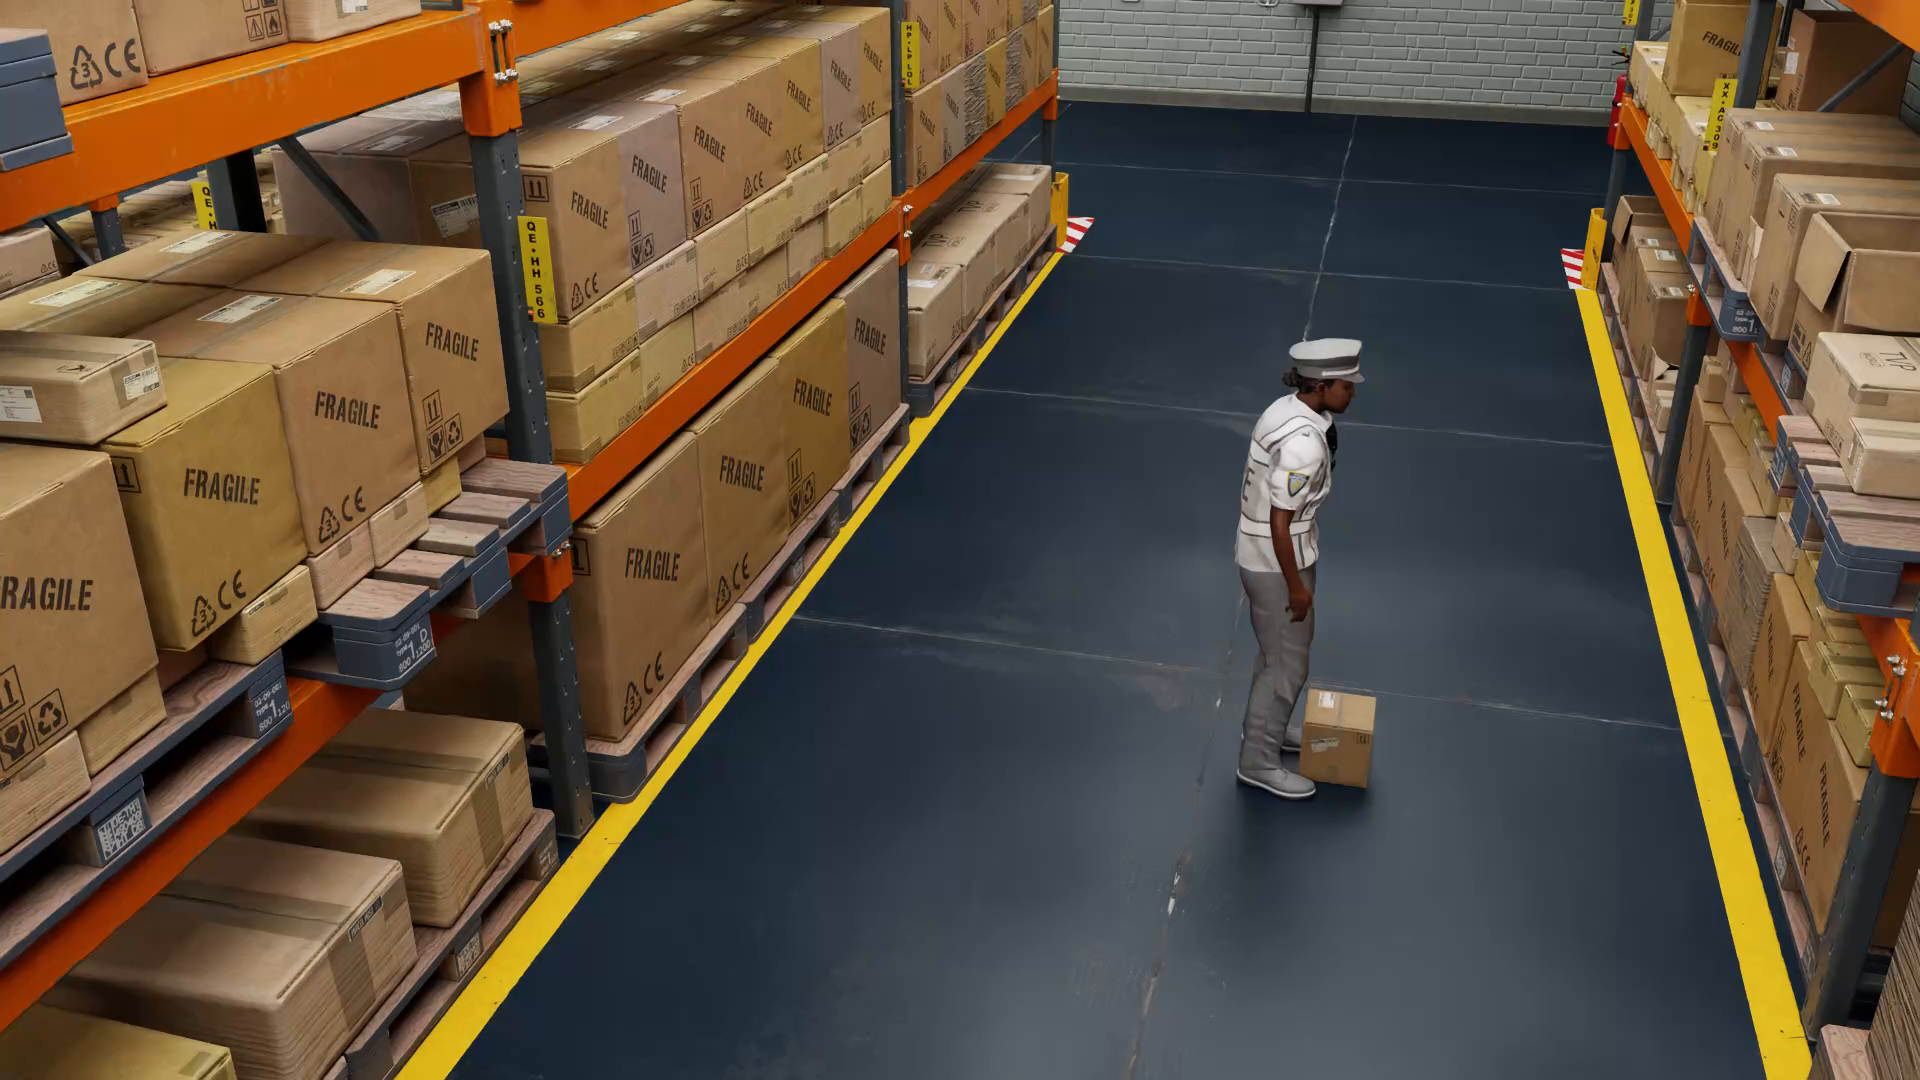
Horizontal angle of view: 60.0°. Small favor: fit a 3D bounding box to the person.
[{"bbox_3d":[1.172,0.086,5.930,0.388,1.659,0.506,5,26,11],"label":"person"}]
